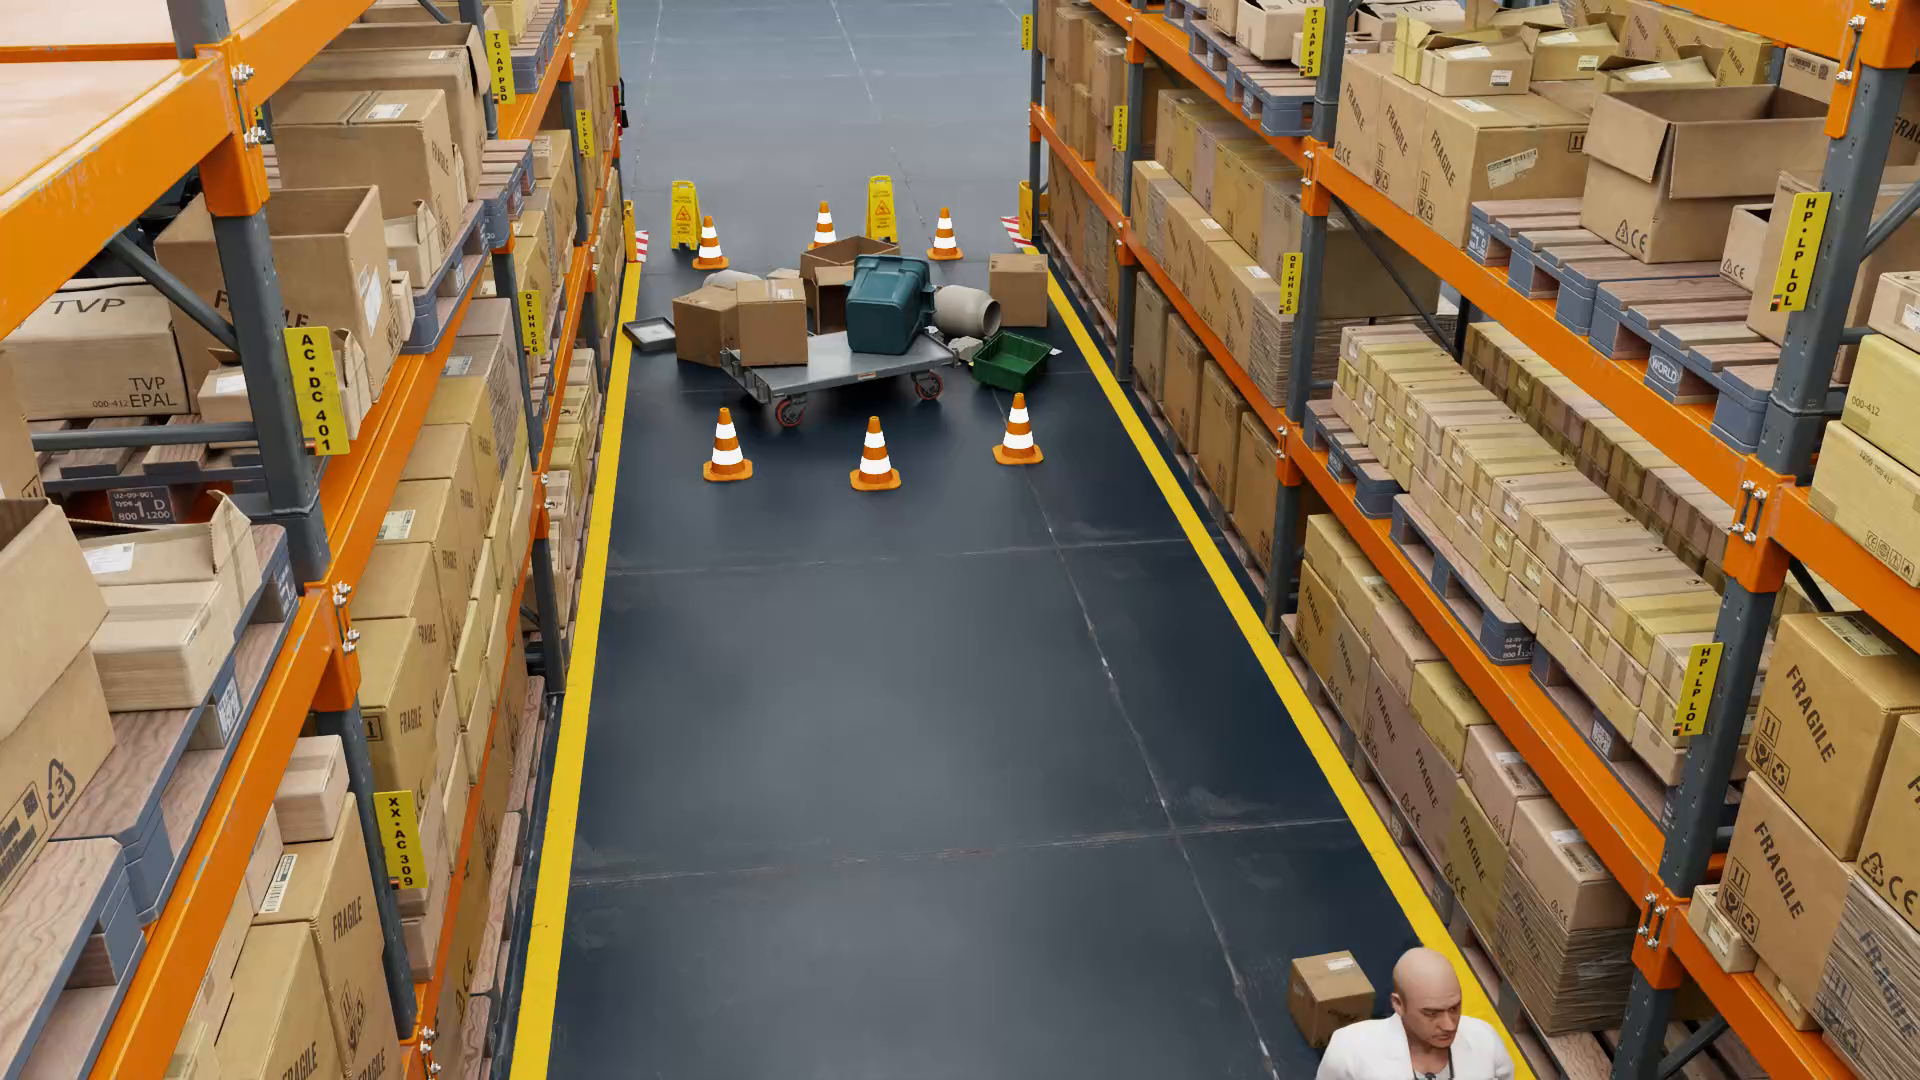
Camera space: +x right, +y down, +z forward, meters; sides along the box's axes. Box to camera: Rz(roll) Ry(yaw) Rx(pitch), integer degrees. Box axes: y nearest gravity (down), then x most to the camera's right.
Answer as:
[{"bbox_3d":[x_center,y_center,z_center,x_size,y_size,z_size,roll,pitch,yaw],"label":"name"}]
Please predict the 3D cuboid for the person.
[{"bbox_3d":[1.307,1.952,4.767,0.621,1.726,1.083,-3,27,-6],"label":"person"}]
